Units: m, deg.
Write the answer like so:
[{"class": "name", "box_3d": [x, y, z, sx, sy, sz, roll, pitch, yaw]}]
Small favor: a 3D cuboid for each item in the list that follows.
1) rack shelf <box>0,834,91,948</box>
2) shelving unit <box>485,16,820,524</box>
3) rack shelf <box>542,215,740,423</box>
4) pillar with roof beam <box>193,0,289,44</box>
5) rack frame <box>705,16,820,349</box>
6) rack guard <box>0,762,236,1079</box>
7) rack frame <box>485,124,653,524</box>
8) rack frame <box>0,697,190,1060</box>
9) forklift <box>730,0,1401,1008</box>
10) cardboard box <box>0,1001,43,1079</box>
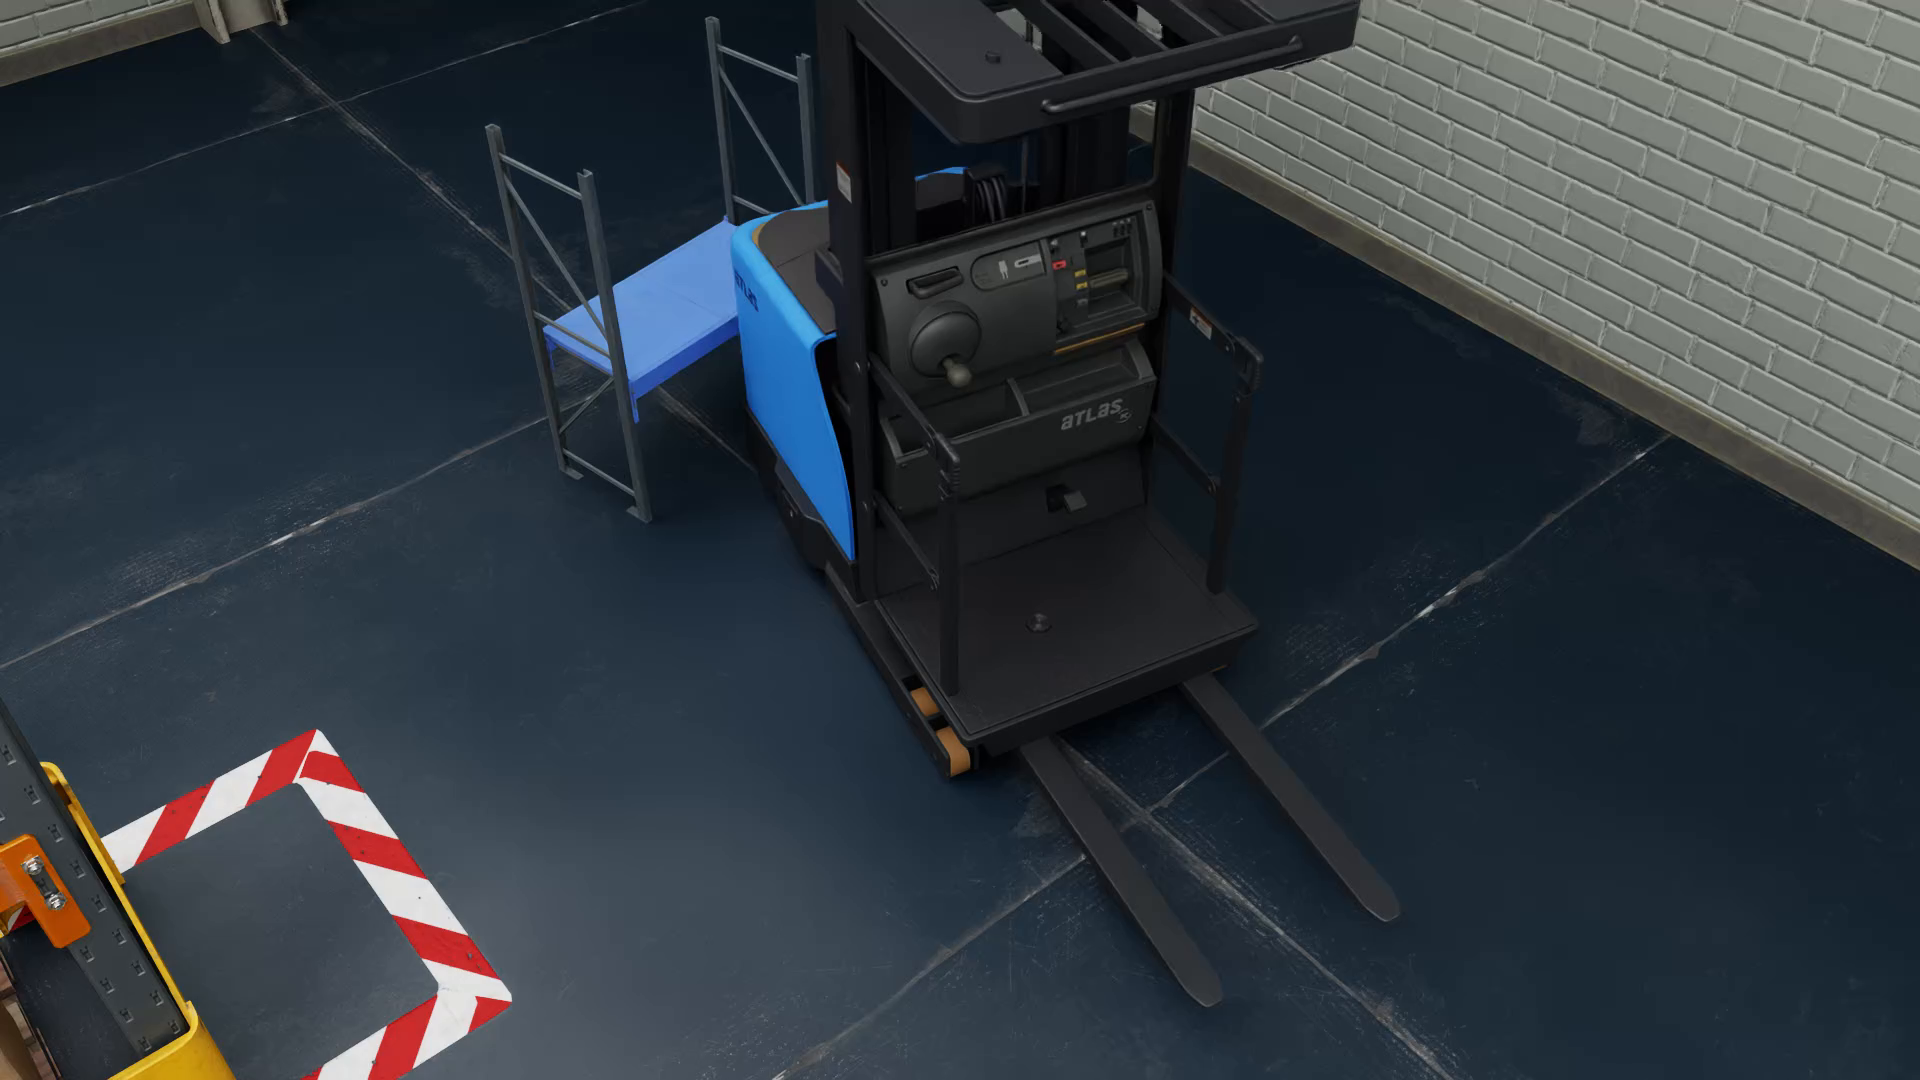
[{"class": "rack shelf", "box_3d": [-3.886, 1.388, 3.107, 4.000, 0.370, 1.077, -30, 51, -28]}, {"class": "shelving unit", "box_3d": [-1.053, -0.994, 6.213, 0.538, 1.500, 1.048, 29, 50, 27]}, {"class": "rack shelf", "box_3d": [-1.053, -0.863, 6.336, 0.538, 0.185, 1.000, 29, 50, 27]}, {"class": "pillar with roof beam", "box_3d": [-1.255, -3.919, 3.850, 0.400, 9.000, 9.100, -30, 51, -28]}, {"class": "rack frame", "box_3d": [-0.732, -1.264, 6.500, 0.500, 1.500, 0.032, 29, 50, 27]}, {"class": "rack guard", "box_3d": [-2.411, 1.191, 4.616, 0.348, 0.500, 1.175, -30, 51, -28]}, {"class": "rack frame", "box_3d": [-1.374, -0.724, 5.925, 0.500, 1.500, 0.032, 29, 50, 27]}, {"class": "rack frame", "box_3d": [-2.352, 0.247, 3.796, 0.127, 3.000, 1.000, -30, 51, -28]}, {"class": "forklift", "box_3d": [0.287, -0.650, 4.801, 1.130, 2.935, 3.031, -19, 46, -19]}, {"class": "cardboard box", "box_3d": [-2.611, 1.366, 4.109, 0.500, 0.500, 0.500, -30, 51, -28]}]
